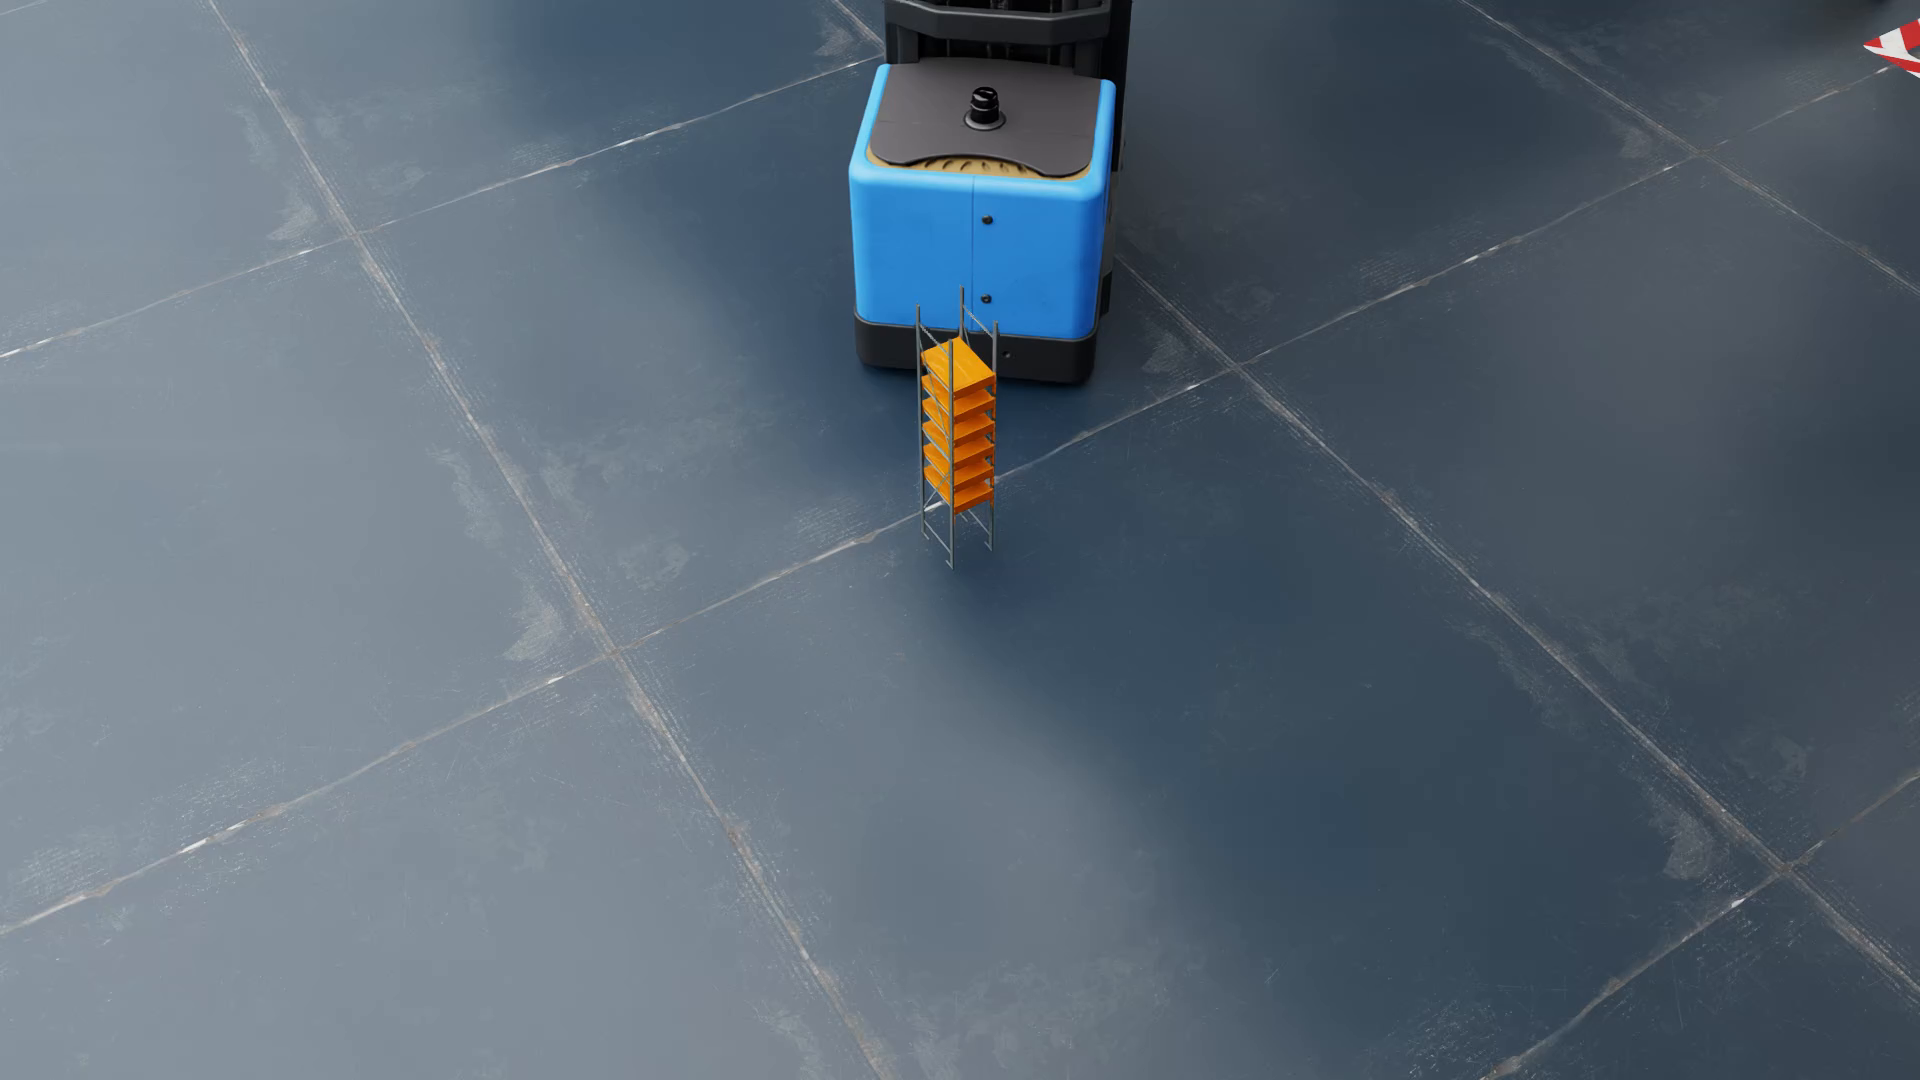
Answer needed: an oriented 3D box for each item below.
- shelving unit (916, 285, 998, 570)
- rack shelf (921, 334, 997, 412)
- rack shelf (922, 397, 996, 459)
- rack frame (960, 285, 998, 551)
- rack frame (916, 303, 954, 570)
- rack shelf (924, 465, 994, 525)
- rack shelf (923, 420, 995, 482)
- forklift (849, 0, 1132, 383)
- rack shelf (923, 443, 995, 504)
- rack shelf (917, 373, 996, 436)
[{"bbox_3d":[-0.012,-0.393,6.242,0.189,1.200,0.258,-25,53,-21],"label":"shelving unit"},{"bbox_3d":[-0.012,-0.603,6.006,0.180,0.103,0.258,-25,53,-21],"label":"rack shelf"},{"bbox_3d":[-0.012,-0.444,6.186,0.180,0.103,0.258,-25,53,-21],"label":"rack shelf"},{"bbox_3d":[0.065,-0.430,6.275,0.006,1.200,0.240,-25,53,-21],"label":"rack frame"},{"bbox_3d":[-0.090,-0.357,6.210,0.006,1.200,0.240,-25,53,-21],"label":"rack frame"},{"bbox_3d":[-0.012,-0.204,6.455,0.180,0.103,0.258,-25,53,-21],"label":"rack shelf"},{"bbox_3d":[-0.012,-0.364,6.275,0.180,0.103,0.258,-25,53,-21],"label":"rack shelf"},{"bbox_3d":[0.242,-2.768,7.198,1.130,2.935,3.031,5,49,5],"label":"forklift"},{"bbox_3d":[-0.012,-0.284,6.365,0.180,0.103,0.258,-25,53,-21],"label":"rack shelf"},{"bbox_3d":[-0.012,-0.523,6.096,0.180,0.103,0.258,-25,53,-21],"label":"rack shelf"}]
